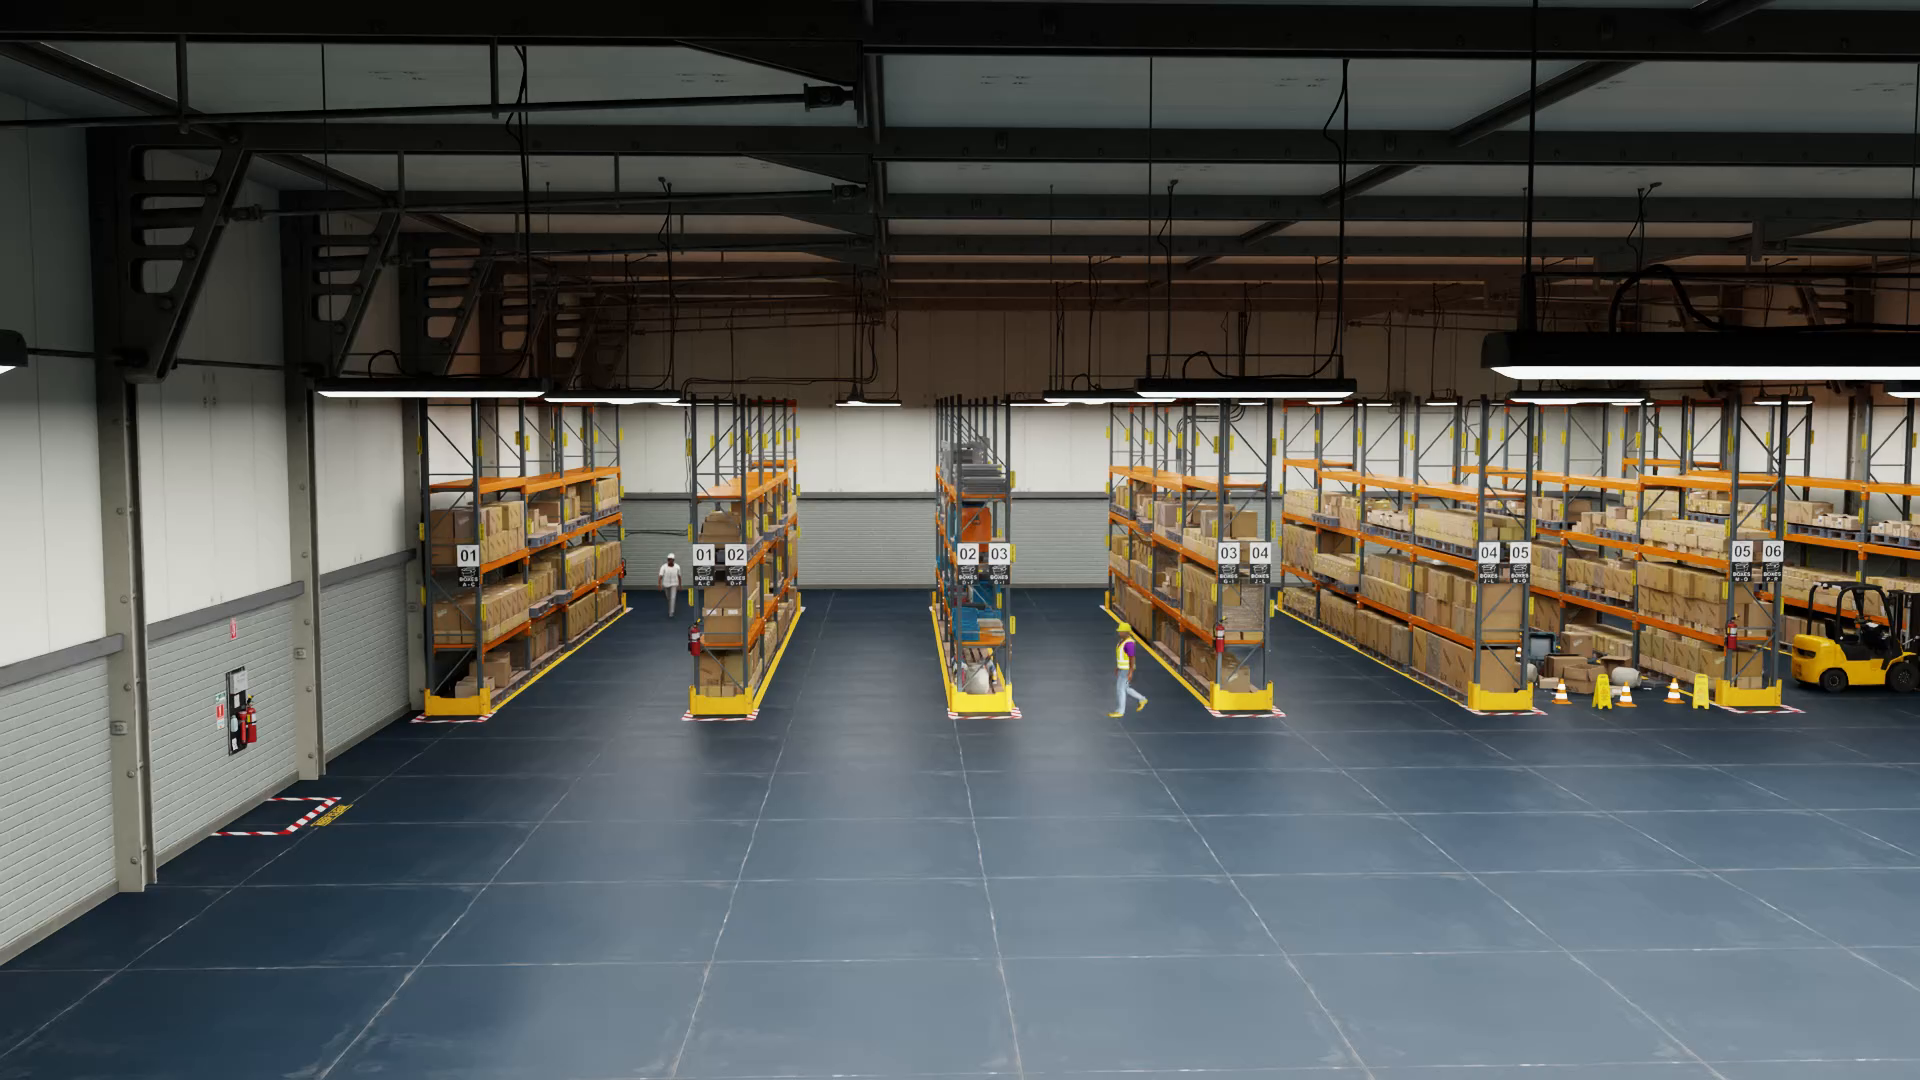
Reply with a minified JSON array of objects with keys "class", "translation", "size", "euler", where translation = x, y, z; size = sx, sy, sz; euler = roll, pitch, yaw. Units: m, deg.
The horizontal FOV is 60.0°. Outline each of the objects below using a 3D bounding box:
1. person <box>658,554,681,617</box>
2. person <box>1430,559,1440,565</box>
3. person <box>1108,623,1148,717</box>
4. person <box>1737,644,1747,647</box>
[{"class":"person","translation":[-8.005,1.249,45.759],"size":[0.558,1.716,1.035],"euler":[0,5,3]},{"class":"person","translation":[12.524,1.399,43.635],"size":[0.598,1.791,0.485],"euler":[-3,6,-37]},{"class":"person","translation":[3.134,2.414,31.008],"size":[0.818,1.753,0.618],"euler":[-1,5,-7]},{"class":"person","translation":[17.098,2.088,36.329],"size":[0.521,1.569,0.729],"euler":[-1,5,-10]}]
